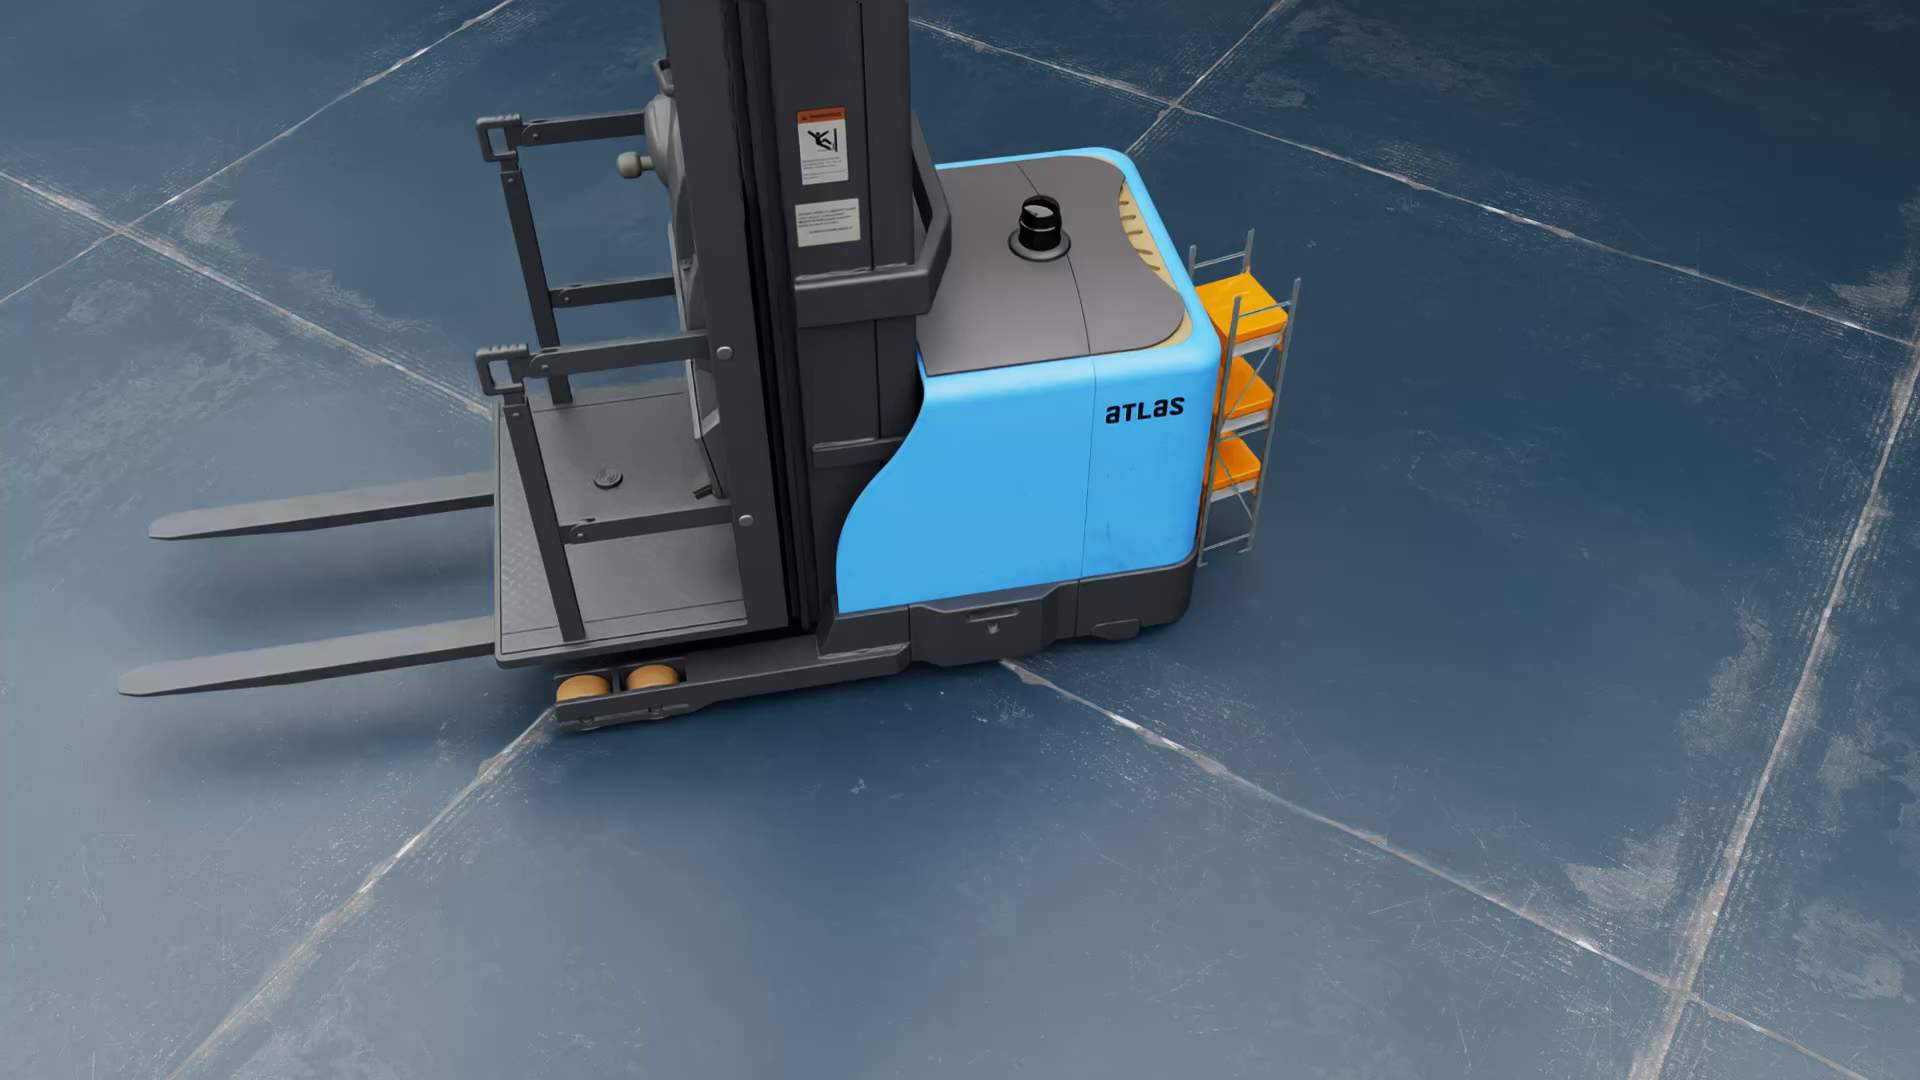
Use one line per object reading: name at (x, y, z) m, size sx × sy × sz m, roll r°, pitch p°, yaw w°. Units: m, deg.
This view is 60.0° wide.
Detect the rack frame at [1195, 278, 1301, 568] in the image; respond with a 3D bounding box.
rack frame at (0.823, -0.308, 4.817) m, size 0.200 × 1.050 × 0.008 m, roll -17°, pitch 48°, yaw -16°

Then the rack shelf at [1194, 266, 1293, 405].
rack shelf at (0.774, -0.578, 4.699) m, size 0.215 × 0.259 × 0.240 m, roll -17°, pitch 48°, yaw -16°

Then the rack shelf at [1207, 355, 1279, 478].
rack shelf at (0.774, -0.380, 4.902) m, size 0.215 × 0.259 × 0.240 m, roll -17°, pitch 48°, yaw -16°

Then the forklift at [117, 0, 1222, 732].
forklift at (-0.880, -0.896, 4.077) m, size 3.031 × 2.935 × 1.130 m, roll -8°, pitch 46°, yaw -8°

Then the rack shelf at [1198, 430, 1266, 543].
rack shelf at (0.774, -0.187, 5.102) m, size 0.215 × 0.259 × 0.240 m, roll -17°, pitch 48°, yaw -16°

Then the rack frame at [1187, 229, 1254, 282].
rack frame at (0.725, -0.468, 4.973) m, size 0.200 × 1.050 × 0.008 m, roll -17°, pitch 48°, yaw -16°

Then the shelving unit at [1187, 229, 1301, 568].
shelving unit at (0.774, -0.388, 4.895) m, size 0.215 × 1.050 × 0.252 m, roll -17°, pitch 48°, yaw -16°
